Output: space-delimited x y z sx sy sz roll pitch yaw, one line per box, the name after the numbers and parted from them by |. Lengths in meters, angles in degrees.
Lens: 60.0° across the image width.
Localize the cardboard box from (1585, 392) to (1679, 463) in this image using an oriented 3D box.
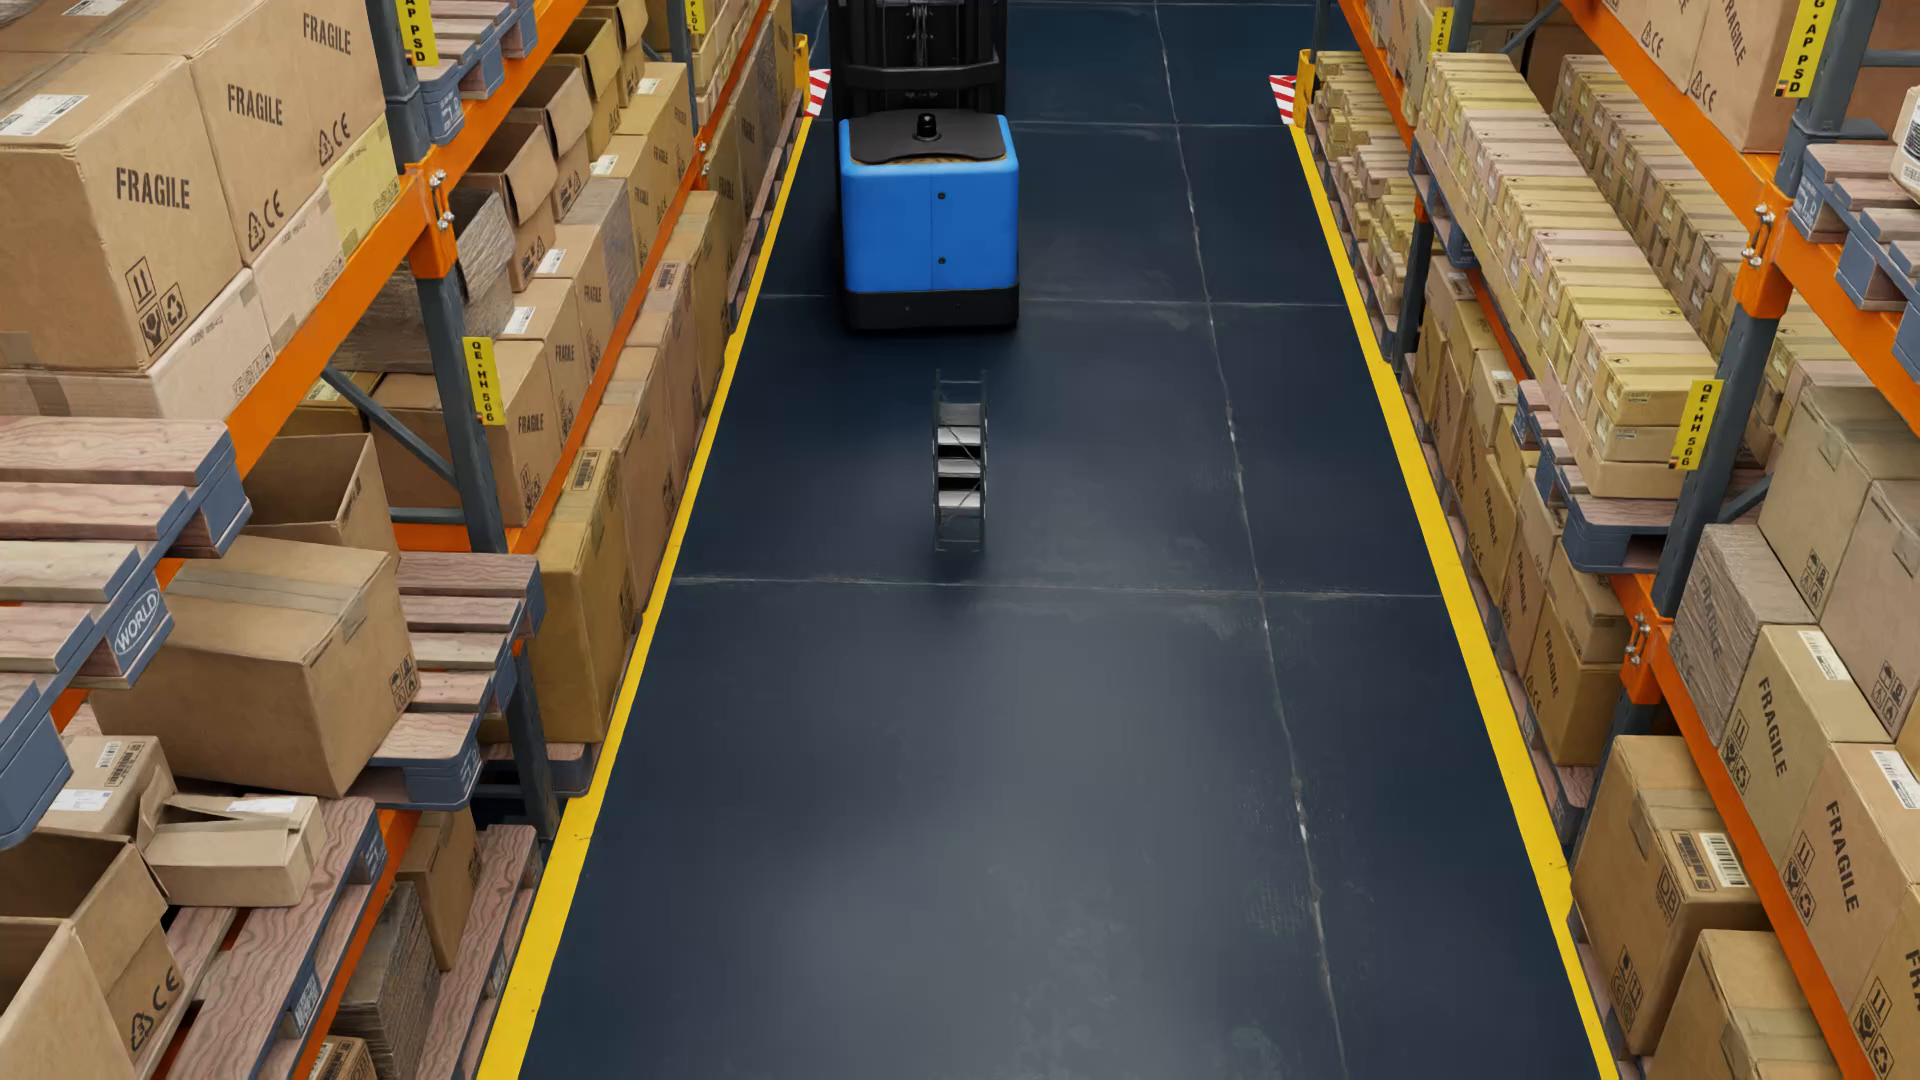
2.416 -0.396 5.799 0.380 0.149 0.250 2 35 3 | cardboard box

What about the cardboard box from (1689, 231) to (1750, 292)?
3.106 -1.087 6.524 0.380 0.149 0.250 3 35 4 | cardboard box

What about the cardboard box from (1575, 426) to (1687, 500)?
2.412 -0.274 5.884 0.380 0.149 0.250 2 35 3 | cardboard box

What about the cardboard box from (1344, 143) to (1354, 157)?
2.865 -2.631 11.499 0.380 0.149 0.250 1 35 2 | cardboard box

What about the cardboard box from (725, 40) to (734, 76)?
-1.566 -2.894 9.978 0.380 0.149 0.250 0 35 1 | cardboard box

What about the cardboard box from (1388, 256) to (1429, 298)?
2.707 -1.524 9.666 0.380 0.149 0.250 2 35 3 | cardboard box

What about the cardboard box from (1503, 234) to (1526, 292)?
2.466 -1.137 6.854 0.380 0.149 0.250 2 35 3 | cardboard box

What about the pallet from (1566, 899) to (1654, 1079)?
2.745 1.681 5.674 1.003 0.211 1.213 1 35 2 | pallet

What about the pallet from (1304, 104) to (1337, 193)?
3.102 -2.857 12.131 1.003 0.211 1.213 1 35 2 | pallet

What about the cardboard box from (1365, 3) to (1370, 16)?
2.852 -3.477 10.807 0.380 0.149 0.250 1 35 1 | cardboard box

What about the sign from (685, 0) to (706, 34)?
-1.397 -2.816 8.710 0.100 0.325 0.005 1 35 2 | sign

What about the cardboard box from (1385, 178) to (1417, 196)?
2.828 -2.106 10.235 0.380 0.149 0.250 2 35 3 | cardboard box

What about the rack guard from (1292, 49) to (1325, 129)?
3.170 -3.441 12.711 1.175 0.500 0.348 1 35 2 | rack guard

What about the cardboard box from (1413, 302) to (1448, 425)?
2.717 -0.940 8.787 0.500 0.500 0.500 3 35 4 | cardboard box

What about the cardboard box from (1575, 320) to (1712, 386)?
2.425 -0.660 5.916 0.380 0.149 0.250 1 35 1 | cardboard box

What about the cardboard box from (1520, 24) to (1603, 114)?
3.284 -2.650 9.067 0.500 0.500 0.500 1 35 1 | cardboard box

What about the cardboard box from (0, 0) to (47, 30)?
-2.400 -1.001 3.935 0.500 0.500 0.500 2 35 2 | cardboard box

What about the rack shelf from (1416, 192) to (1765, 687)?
2.932 -0.765 7.356 1.077 0.370 4.000 1 35 2 | rack shelf

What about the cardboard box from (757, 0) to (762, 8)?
-1.514 -3.629 11.023 0.380 0.149 0.250 1 35 2 | cardboard box

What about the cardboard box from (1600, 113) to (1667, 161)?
3.159 -1.833 7.585 0.380 0.149 0.250 1 35 2 | cardboard box

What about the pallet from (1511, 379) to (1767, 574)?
2.774 -0.244 6.156 1.213 0.211 1.003 1 35 2 | pallet

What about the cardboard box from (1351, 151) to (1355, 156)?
2.872 -2.741 11.397 0.380 0.149 0.250 0 35 0 | cardboard box

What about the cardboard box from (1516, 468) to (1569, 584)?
2.626 -0.056 6.878 0.500 0.250 0.500 2 35 3 | cardboard box

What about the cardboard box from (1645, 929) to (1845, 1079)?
2.705 1.688 4.831 1.050 0.750 0.750 2 35 3 | cardboard box

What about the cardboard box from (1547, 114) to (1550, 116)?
3.350 -2.261 9.077 0.380 0.149 0.250 3 35 4 | cardboard box

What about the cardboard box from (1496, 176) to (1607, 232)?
2.479 -1.408 6.980 0.380 0.149 0.250 2 35 3 | cardboard box

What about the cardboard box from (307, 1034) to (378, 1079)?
-2.133 1.790 4.886 0.700 0.500 0.500 4 35 6 | cardboard box

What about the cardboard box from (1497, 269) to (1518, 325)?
2.469 -1.011 6.933 0.380 0.149 0.250 2 35 3 | cardboard box

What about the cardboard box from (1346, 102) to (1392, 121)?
2.835 -2.856 11.302 0.380 0.149 0.250 3 35 4 | cardboard box

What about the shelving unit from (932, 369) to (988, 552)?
0.000 -0.373 7.998 0.258 0.900 0.210 1 35 2 | shelving unit

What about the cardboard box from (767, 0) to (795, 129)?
-1.725 -3.613 12.264 0.875 0.875 0.875 1 35 2 | cardboard box

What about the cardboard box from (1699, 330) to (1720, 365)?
3.102 -0.696 6.486 0.380 0.149 0.250 3 35 4 | cardboard box

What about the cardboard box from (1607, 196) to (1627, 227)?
3.156 -1.449 7.556 0.380 0.149 0.250 0 35 0 | cardboard box

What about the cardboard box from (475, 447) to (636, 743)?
-2.052 0.218 6.814 1.225 0.875 0.875 0 35 0 | cardboard box

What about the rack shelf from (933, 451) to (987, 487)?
0.000 -0.346 8.017 0.258 0.077 0.200 1 35 2 | rack shelf

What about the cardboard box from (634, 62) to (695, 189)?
-1.686 -2.147 8.610 0.500 0.500 0.500 1 35 2 | cardboard box

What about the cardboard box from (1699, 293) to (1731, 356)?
3.098 -0.829 6.415 0.380 0.149 0.250 1 35 2 | cardboard box

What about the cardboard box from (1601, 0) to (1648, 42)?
2.652 -2.088 5.916 0.500 0.500 0.500 1 35 2 | cardboard box

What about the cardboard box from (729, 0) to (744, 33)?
-1.619 -3.289 10.193 0.500 0.250 0.500 2 35 3 | cardboard box

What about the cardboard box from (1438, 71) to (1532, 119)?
2.532 -2.145 8.030 0.380 0.149 0.250 2 35 3 | cardboard box

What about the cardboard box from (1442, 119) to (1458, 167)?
2.518 -1.887 7.920 0.380 0.149 0.250 2 35 3 | cardboard box

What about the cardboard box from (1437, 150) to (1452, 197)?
2.518 -1.759 7.998 0.380 0.149 0.250 2 35 2 | cardboard box

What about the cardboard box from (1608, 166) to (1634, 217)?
3.153 -1.566 7.464 0.380 0.149 0.250 0 35 -1 | cardboard box

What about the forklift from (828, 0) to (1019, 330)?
-0.278 -3.281 10.369 1.130 2.935 3.031 -3 35 -4 | forklift

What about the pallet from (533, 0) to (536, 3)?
-2.086 -2.247 6.394 1.003 0.211 1.213 3 35 4 | pallet

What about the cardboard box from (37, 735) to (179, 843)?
-2.398 0.764 4.320 0.500 0.250 0.500 0 35 1 | cardboard box

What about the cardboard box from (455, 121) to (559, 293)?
-2.026 -1.329 6.573 0.797 0.503 0.637 2 35 3 | cardboard box

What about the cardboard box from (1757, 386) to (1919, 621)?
2.824 -0.103 4.831 0.700 0.500 0.500 1 35 2 | cardboard box

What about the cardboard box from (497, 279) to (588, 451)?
-1.791 -0.694 6.541 0.500 0.500 0.500 0 35 1 | cardboard box

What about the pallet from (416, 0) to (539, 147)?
-2.128 -1.604 5.480 1.213 0.211 1.003 3 35 4 | pallet

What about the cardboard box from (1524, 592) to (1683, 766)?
2.617 0.556 6.659 0.500 0.500 0.500 1 35 2 | cardboard box

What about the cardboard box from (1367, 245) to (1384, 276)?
2.728 -1.748 10.243 0.380 0.149 0.250 0 35 0 | cardboard box

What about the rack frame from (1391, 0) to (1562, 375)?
3.012 -2.209 8.784 1.000 3.000 0.127 1 35 2 | rack frame

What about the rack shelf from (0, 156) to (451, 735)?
-2.181 0.133 3.469 1.077 0.370 4.000 1 35 2 | rack shelf
